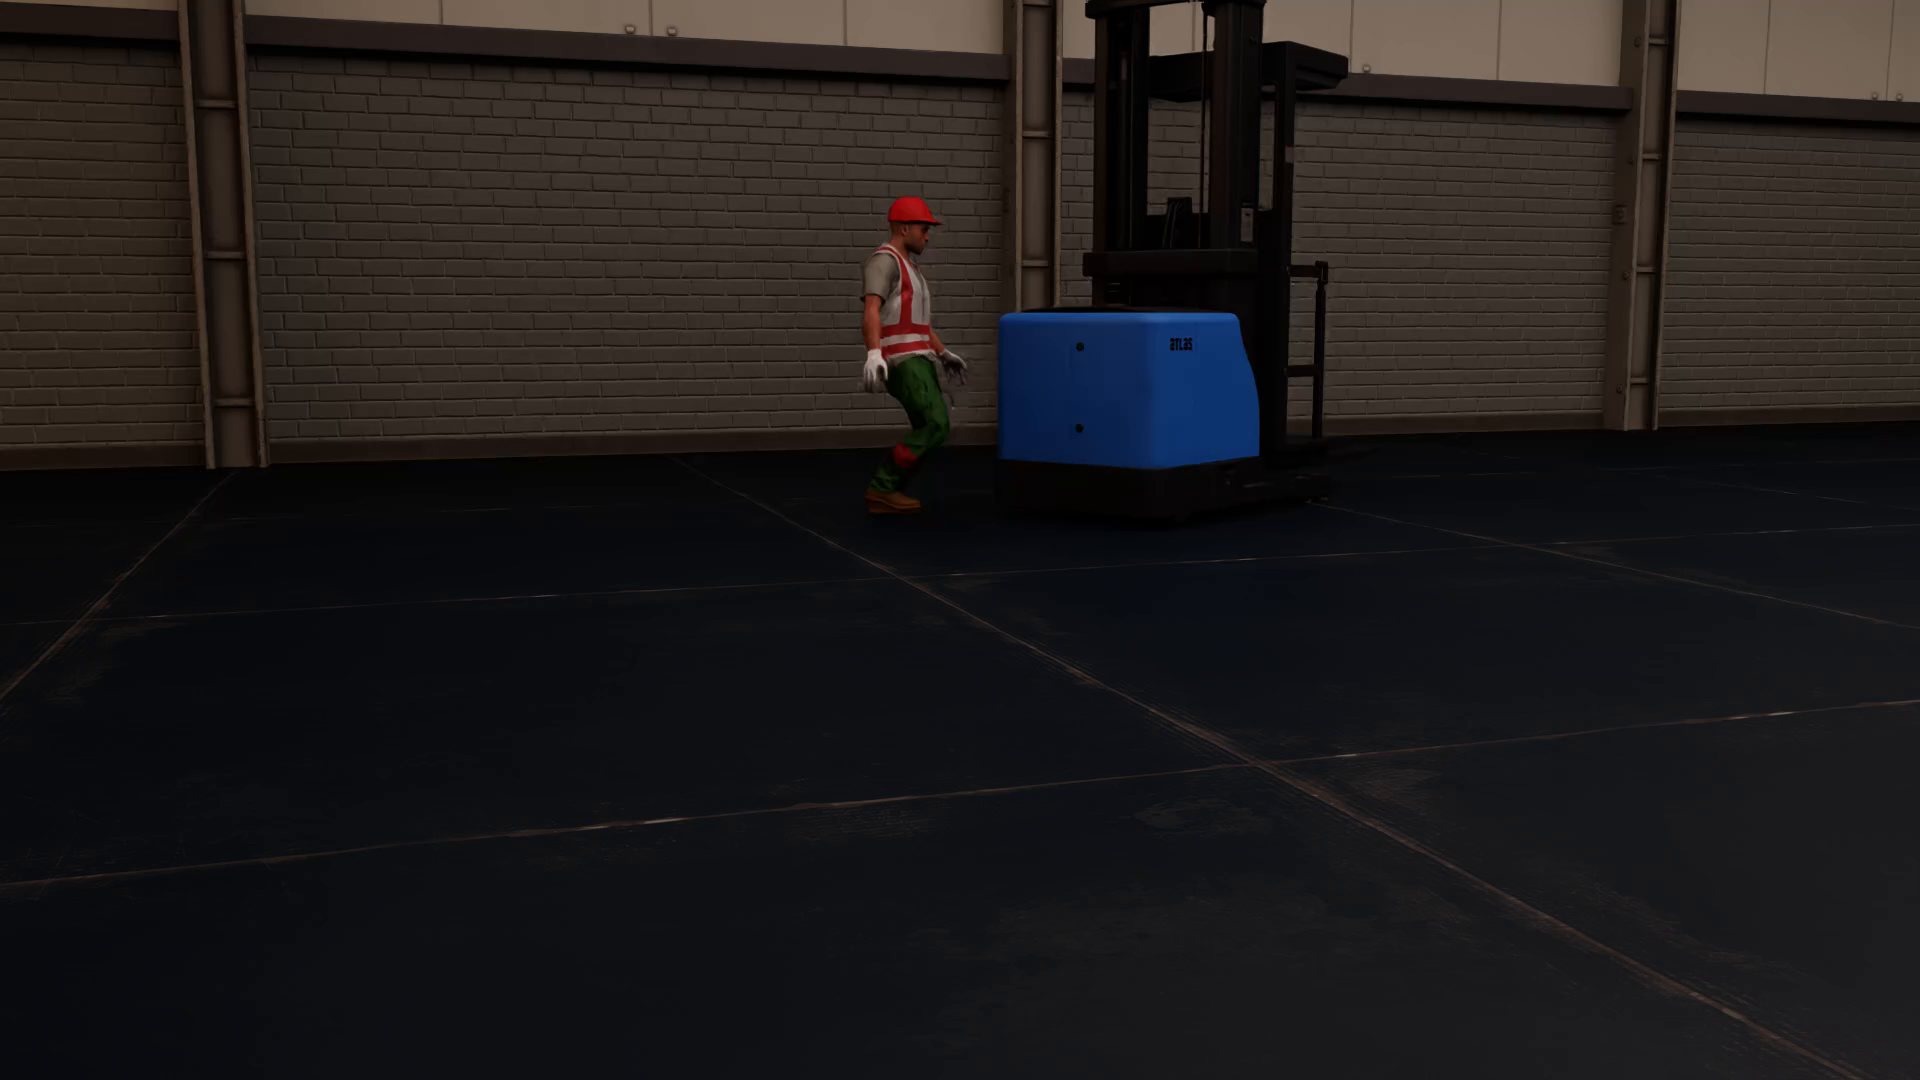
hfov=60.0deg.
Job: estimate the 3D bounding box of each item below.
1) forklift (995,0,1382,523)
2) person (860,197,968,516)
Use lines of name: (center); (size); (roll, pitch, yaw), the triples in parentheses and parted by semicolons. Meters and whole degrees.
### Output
forklift: (1.492, -1.689, 9.470); (1.130, 2.935, 3.031); (6, 10, 38)
person: (-0.259, -0.915, 8.537); (0.600, 1.669, 0.968); (2, 8, 17)
